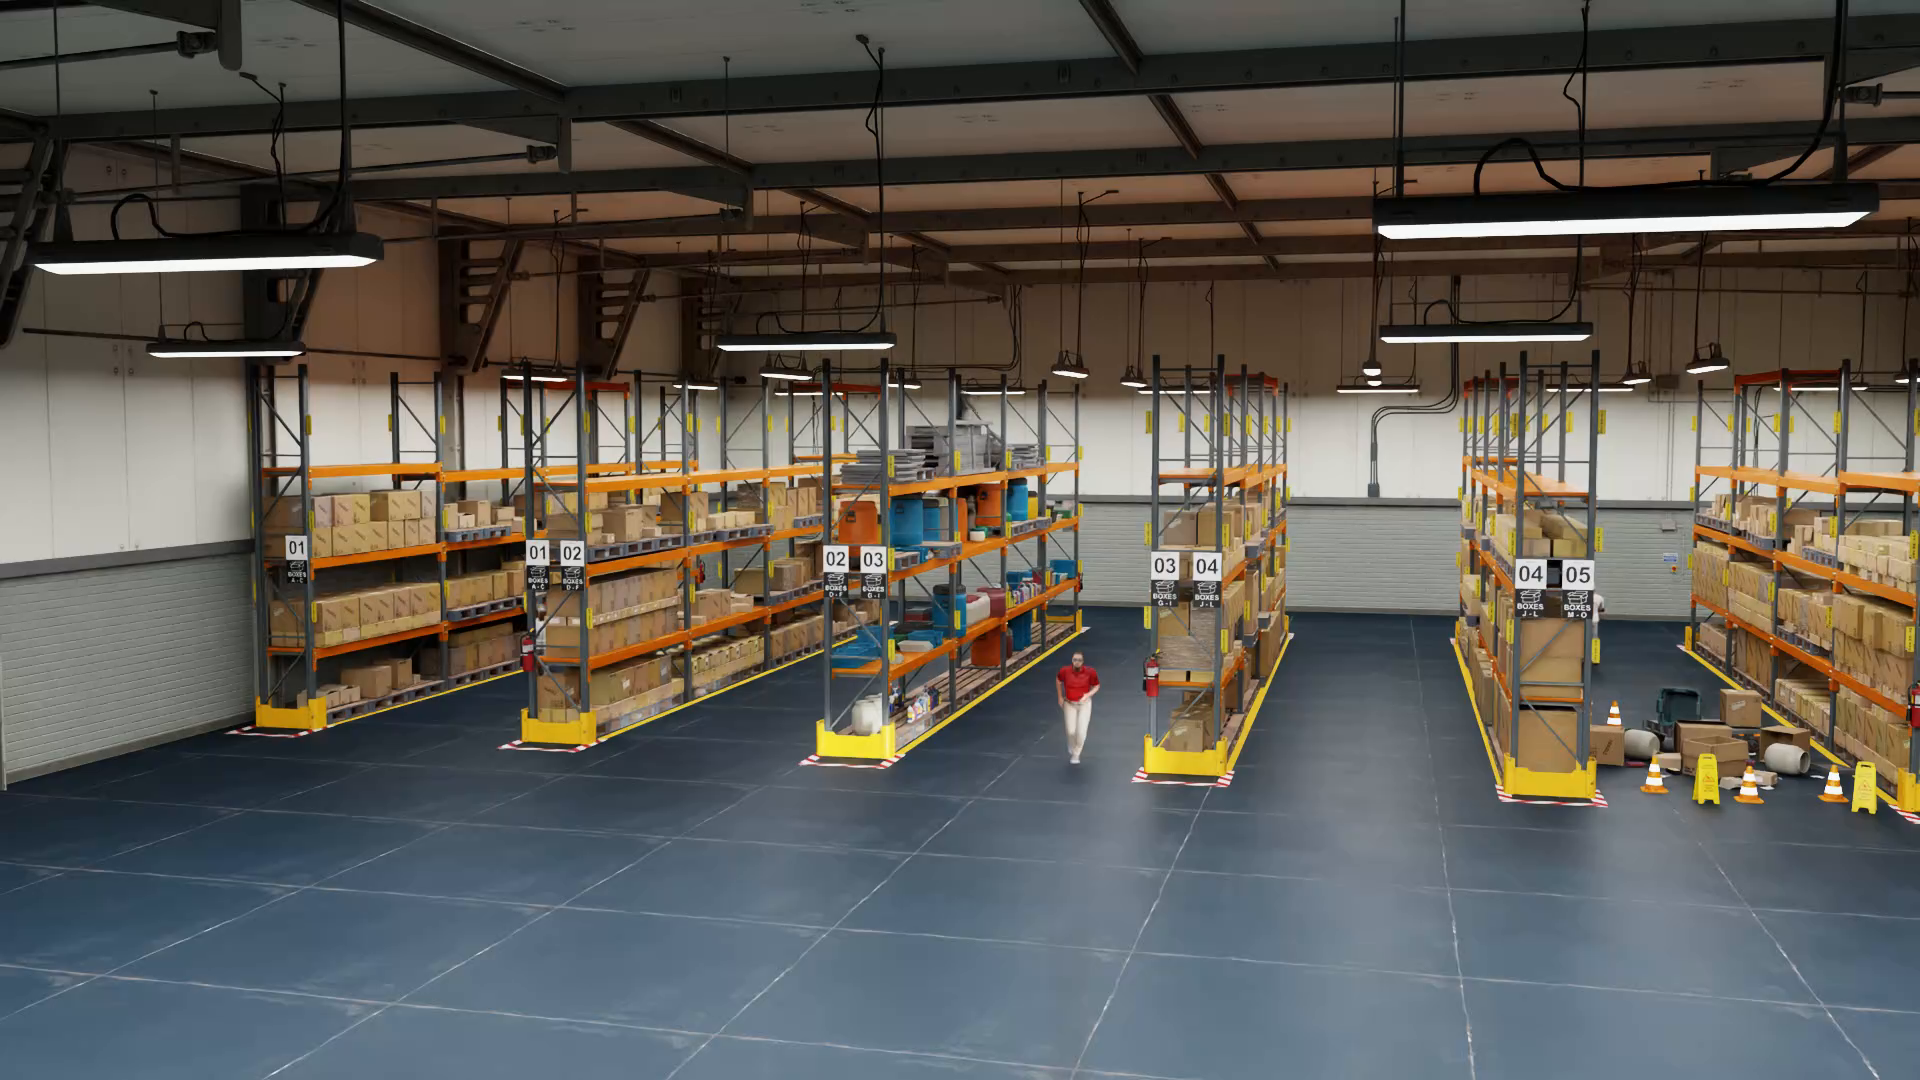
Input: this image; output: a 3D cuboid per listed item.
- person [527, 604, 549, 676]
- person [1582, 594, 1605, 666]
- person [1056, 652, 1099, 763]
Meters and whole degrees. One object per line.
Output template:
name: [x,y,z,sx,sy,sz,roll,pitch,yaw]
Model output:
person: [-7.695,2.023,30.658,0.557,1.716,0.901,0,4,-5]
person: [12.990,1.723,34.346,0.688,1.781,0.950,0,4,5]
person: [1.741,2.474,24.588,0.637,1.666,0.659,0,4,3]
